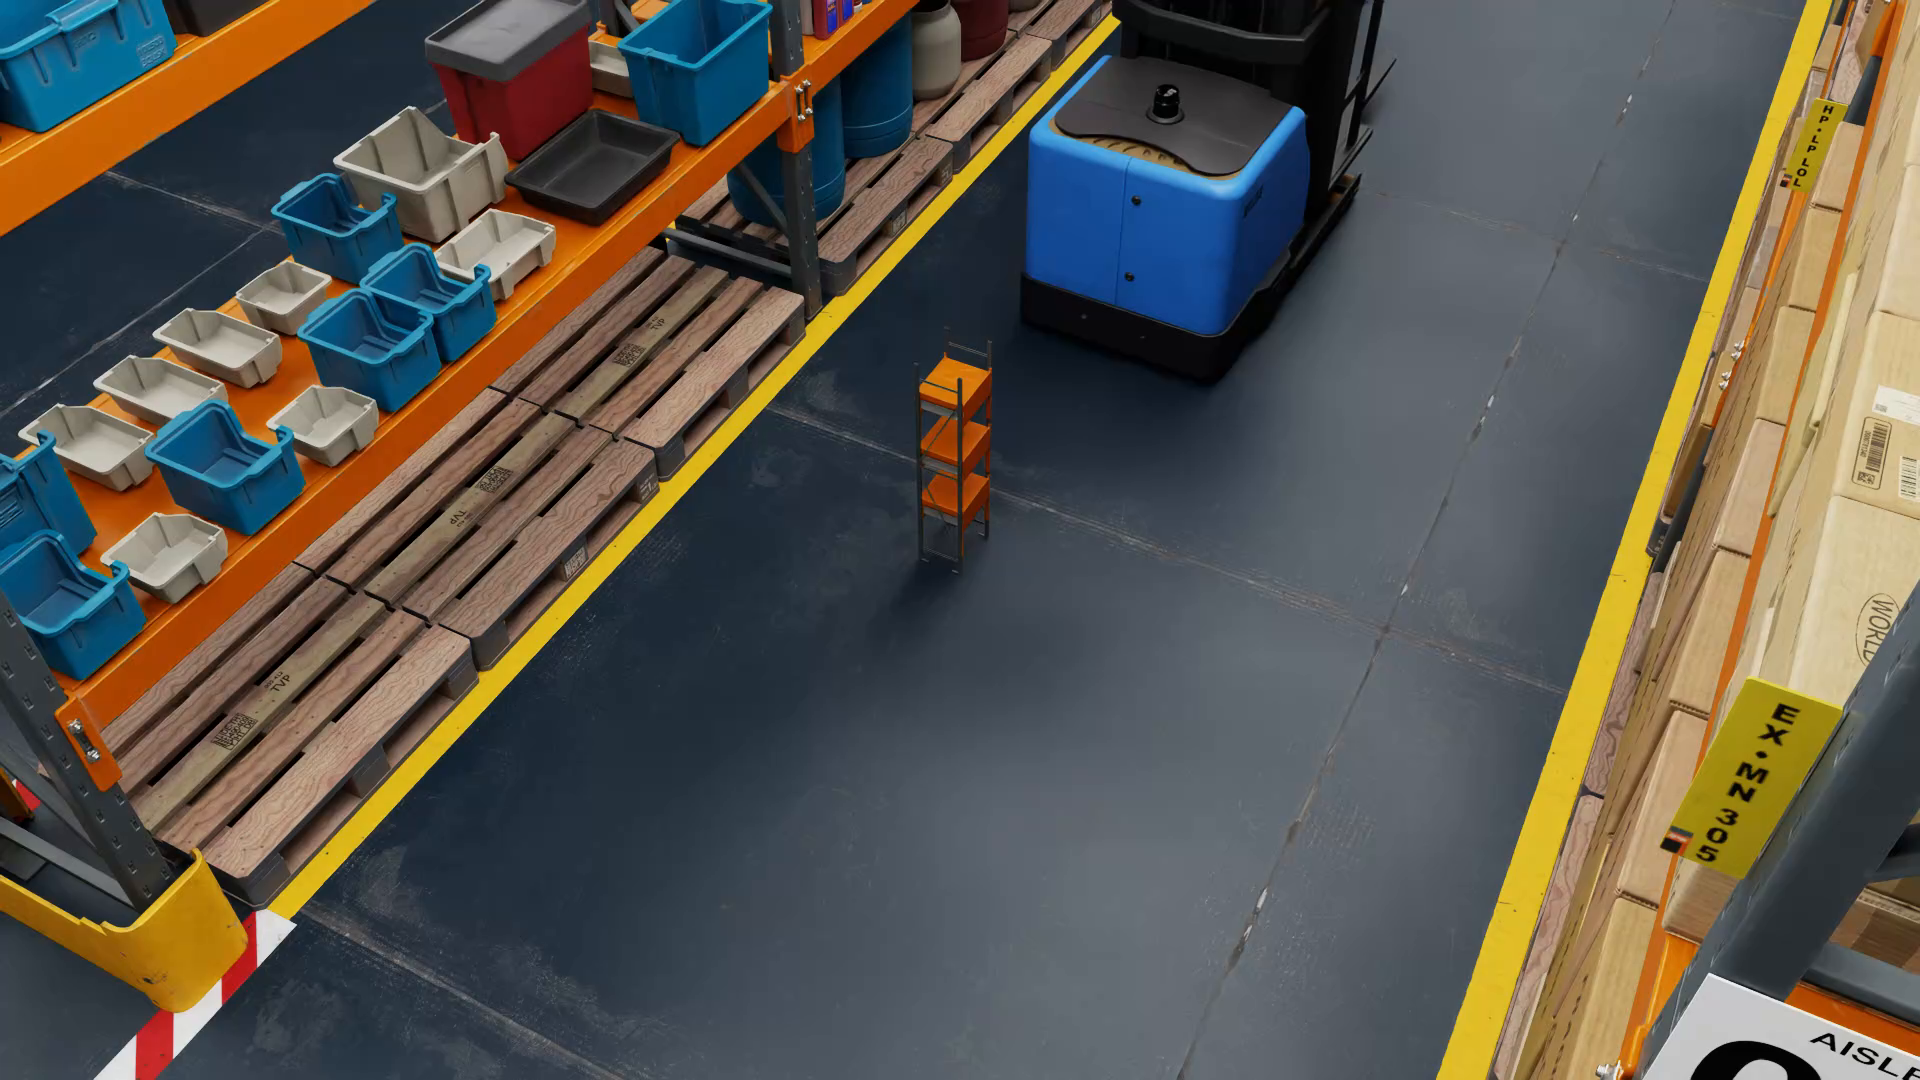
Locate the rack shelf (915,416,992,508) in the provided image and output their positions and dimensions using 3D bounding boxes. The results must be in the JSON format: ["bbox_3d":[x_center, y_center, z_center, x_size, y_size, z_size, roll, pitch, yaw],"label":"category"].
[{"bbox_3d":[-0.025,-0.328,6.631,0.215,0.259,0.240,20,49,19],"label":"rack shelf"}]

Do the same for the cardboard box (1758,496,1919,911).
[{"bbox_3d":[1.399,0.256,2.313,0.500,0.250,0.500,20,49,19],"label":"cardboard box"}]

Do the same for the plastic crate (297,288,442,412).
[{"bbox_3d":[-1.982,-0.636,5.625,0.416,0.233,0.300,20,49,19],"label":"plastic crate"}]

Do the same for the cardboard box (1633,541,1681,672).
[{"bbox_3d":[2.857,0.304,6.201,0.500,0.311,0.500,20,49,19],"label":"cardboard box"}]

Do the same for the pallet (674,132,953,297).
[{"bbox_3d":[-0.747,-1.809,8.669,1.003,0.211,1.213,20,49,19],"label":"pallet"}]

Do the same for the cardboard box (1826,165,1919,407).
[{"bbox_3d":[1.866,-0.373,2.935,0.500,0.250,0.500,20,49,19],"label":"cardboard box"}]

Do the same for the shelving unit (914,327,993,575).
[{"bbox_3d":[-0.025,-0.335,6.623,0.215,1.050,0.252,20,49,19],"label":"shelving unit"}]

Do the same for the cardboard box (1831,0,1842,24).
[{"bbox_3d":[5.125,-2.988,9.118,0.500,0.311,0.500,22,49,20],"label":"cardboard box"}]

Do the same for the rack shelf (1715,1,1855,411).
[{"bbox_3d":[4.171,-1.686,7.093,1.077,0.370,4.000,20,49,19],"label":"rack shelf"}]

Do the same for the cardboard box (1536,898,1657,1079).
[{"bbox_3d":[1.349,1.083,3.077,0.500,0.500,0.500,20,49,19],"label":"cardboard box"}]

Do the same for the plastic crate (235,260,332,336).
[{"bbox_3d":[-2.405,-0.853,5.907,0.298,0.136,0.250,20,49,19],"label":"plastic crate"}]

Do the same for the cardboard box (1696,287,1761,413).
[{"bbox_3d":[3.455,-0.669,7.030,0.500,0.500,0.500,21,49,19],"label":"cardboard box"}]

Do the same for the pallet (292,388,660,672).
[{"bbox_3d":[-2.015,-0.089,6.970,1.003,0.211,1.213,20,49,19],"label":"pallet"}]

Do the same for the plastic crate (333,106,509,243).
[{"bbox_3d":[-2.015,-1.395,6.341,0.437,0.282,0.530,20,49,19],"label":"plastic crate"}]

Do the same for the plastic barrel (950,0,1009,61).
[{"bbox_3d":[-0.022,-3.111,9.396,0.600,0.588,0.708,20,49,19],"label":"plastic barrel"}]

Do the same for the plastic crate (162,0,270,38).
[{"bbox_3d":[-2.047,-1.701,4.537,0.504,0.338,0.767,20,49,19],"label":"plastic crate"}]

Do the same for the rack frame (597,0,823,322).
[{"bbox_3d":[-1.143,-2.317,7.211,1.000,3.000,0.127,20,49,19],"label":"rack frame"}]

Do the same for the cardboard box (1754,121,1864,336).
[{"bbox_3d":[2.775,-0.862,4.999,0.500,0.500,0.500,22,49,20],"label":"cardboard box"}]

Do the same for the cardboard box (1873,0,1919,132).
[{"bbox_3d":[2.562,-1.143,4.047,0.500,0.250,0.500,20,49,19],"label":"cardboard box"}]

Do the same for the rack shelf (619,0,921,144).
[{"bbox_3d":[-0.214,-3.324,8.712,1.077,0.370,4.000,20,49,19],"label":"rack shelf"}]

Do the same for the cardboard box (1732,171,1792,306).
[{"bbox_3d":[3.922,-1.306,7.660,0.500,0.500,0.500,19,48,18],"label":"cardboard box"}]

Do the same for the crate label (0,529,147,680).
[{"bbox_3d":[-2.593,0.194,4.805,0.416,0.233,0.303,20,49,19],"label":"crate label"}]

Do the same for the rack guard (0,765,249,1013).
[{"bbox_3d":[-2.999,1.101,5.590,1.175,0.500,0.348,20,49,19],"label":"rack guard"}]

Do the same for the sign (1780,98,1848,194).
[{"bbox_3d":[2.750,-1.267,5.359,0.100,0.325,0.005,20,49,19],"label":"sign"}]

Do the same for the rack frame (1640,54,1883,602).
[{"bbox_3d":[3.243,-0.679,5.592,1.000,3.000,0.127,20,49,19],"label":"rack frame"}]

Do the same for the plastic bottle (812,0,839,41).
[{"bbox_3d":[-0.595,-2.366,7.341,0.061,0.283,0.133,20,49,19],"label":"plastic bottle"}]

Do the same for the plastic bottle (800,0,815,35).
[{"bbox_3d":[-0.673,-2.440,7.367,0.144,0.351,0.185,20,49,19],"label":"plastic bottle"}]

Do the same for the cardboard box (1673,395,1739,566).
[{"bbox_3d":[2.530,-0.160,5.008,0.500,0.500,0.500,21,49,20],"label":"cardboard box"}]

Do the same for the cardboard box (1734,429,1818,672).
[{"bbox_3d":[1.633,0.117,2.802,0.500,0.250,0.500,20,49,19],"label":"cardboard box"}]

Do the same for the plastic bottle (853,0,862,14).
[{"bbox_3d":[-0.495,-2.500,7.531,0.097,0.201,0.097,0,45,0],"label":"plastic bottle"}]

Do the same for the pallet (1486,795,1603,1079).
[{"bbox_3d":[2.358,1.505,5.394,1.003,0.211,1.213,20,49,19],"label":"pallet"}]

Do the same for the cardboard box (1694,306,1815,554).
[{"bbox_3d":[2.297,-0.213,4.358,0.500,0.500,0.500,19,48,18],"label":"cardboard box"}]

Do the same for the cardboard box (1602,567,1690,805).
[{"bbox_3d":[2.061,0.476,4.380,0.500,0.500,0.500,20,49,19],"label":"cardboard box"}]

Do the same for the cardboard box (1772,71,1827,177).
[{"bbox_3d":[4.397,-1.951,8.297,0.500,0.500,0.500,19,48,18],"label":"cardboard box"}]

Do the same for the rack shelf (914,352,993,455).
[{"bbox_3d":[-0.025,-0.527,6.429,0.215,0.259,0.240,20,49,19],"label":"rack shelf"}]

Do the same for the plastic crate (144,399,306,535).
[{"bbox_3d":[-2.288,-0.221,5.215,0.416,0.233,0.300,20,49,19],"label":"plastic crate"}]

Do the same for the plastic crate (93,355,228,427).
[{"bbox_3d":[-2.634,-0.477,5.535,0.396,0.136,0.243,20,49,19],"label":"plastic crate"}]

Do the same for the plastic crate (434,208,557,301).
[{"bbox_3d":[-1.685,-1.049,6.101,0.293,0.136,0.466,20,49,19],"label":"plastic crate"}]

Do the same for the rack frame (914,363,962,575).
[{"bbox_3d":[-0.081,-0.258,6.547,0.200,1.050,0.008,20,49,19],"label":"rack frame"}]

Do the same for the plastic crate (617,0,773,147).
[{"bbox_3d":[-1.057,-1.926,6.793,0.392,0.384,0.575,20,49,19],"label":"plastic crate"}]

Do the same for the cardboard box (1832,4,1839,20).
[{"bbox_3d":[5.128,-2.792,9.318,0.500,0.250,0.500,22,49,20],"label":"cardboard box"}]

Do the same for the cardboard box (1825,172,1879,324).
[{"bbox_3d":[2.100,-0.512,3.423,0.500,0.250,0.500,20,49,19],"label":"cardboard box"}]

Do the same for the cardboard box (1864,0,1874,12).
[{"bbox_3d":[4.314,-2.435,6.962,0.700,0.500,0.500,30,52,26],"label":"cardboard box"}]

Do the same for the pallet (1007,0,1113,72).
[{"bbox_3d":[0.385,-3.346,10.189,1.003,0.211,1.213,20,49,19],"label":"pallet"}]

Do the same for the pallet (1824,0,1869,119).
[{"bbox_3d":[4.201,-1.905,6.938,1.003,0.211,1.213,20,49,19],"label":"pallet"}]

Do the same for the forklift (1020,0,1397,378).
[{"bbox_3d":[1.451,-2.821,7.757,1.130,2.935,3.031,22,49,20],"label":"forklift"}]

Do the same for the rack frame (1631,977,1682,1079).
[{"bbox_3d":[1.386,1.841,3.102,1.000,3.000,0.127,20,49,19],"label":"rack frame"}]

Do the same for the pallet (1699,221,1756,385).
[{"bbox_3d":[4.152,-0.995,7.865,1.003,0.211,1.213,20,49,19],"label":"pallet"}]

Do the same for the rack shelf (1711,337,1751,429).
[{"bbox_3d":[2.315,0.834,4.603,1.077,0.370,4.000,20,49,19],"label":"rack shelf"}]

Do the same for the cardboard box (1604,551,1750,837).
[{"bbox_3d":[1.819,0.436,3.716,0.500,0.500,0.500,22,49,20],"label":"cardboard box"}]

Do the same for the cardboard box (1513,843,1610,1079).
[{"bbox_3d":[1.591,1.106,3.758,0.500,0.500,0.500,21,49,19],"label":"cardboard box"}]

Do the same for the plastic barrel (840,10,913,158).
[{"bbox_3d":[-0.546,-2.510,8.582,0.600,0.901,0.708,20,49,19],"label":"plastic barrel"}]

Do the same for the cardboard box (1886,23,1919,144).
[{"bbox_3d":[2.324,-1.005,3.560,0.500,0.250,0.500,20,49,19],"label":"cardboard box"}]
